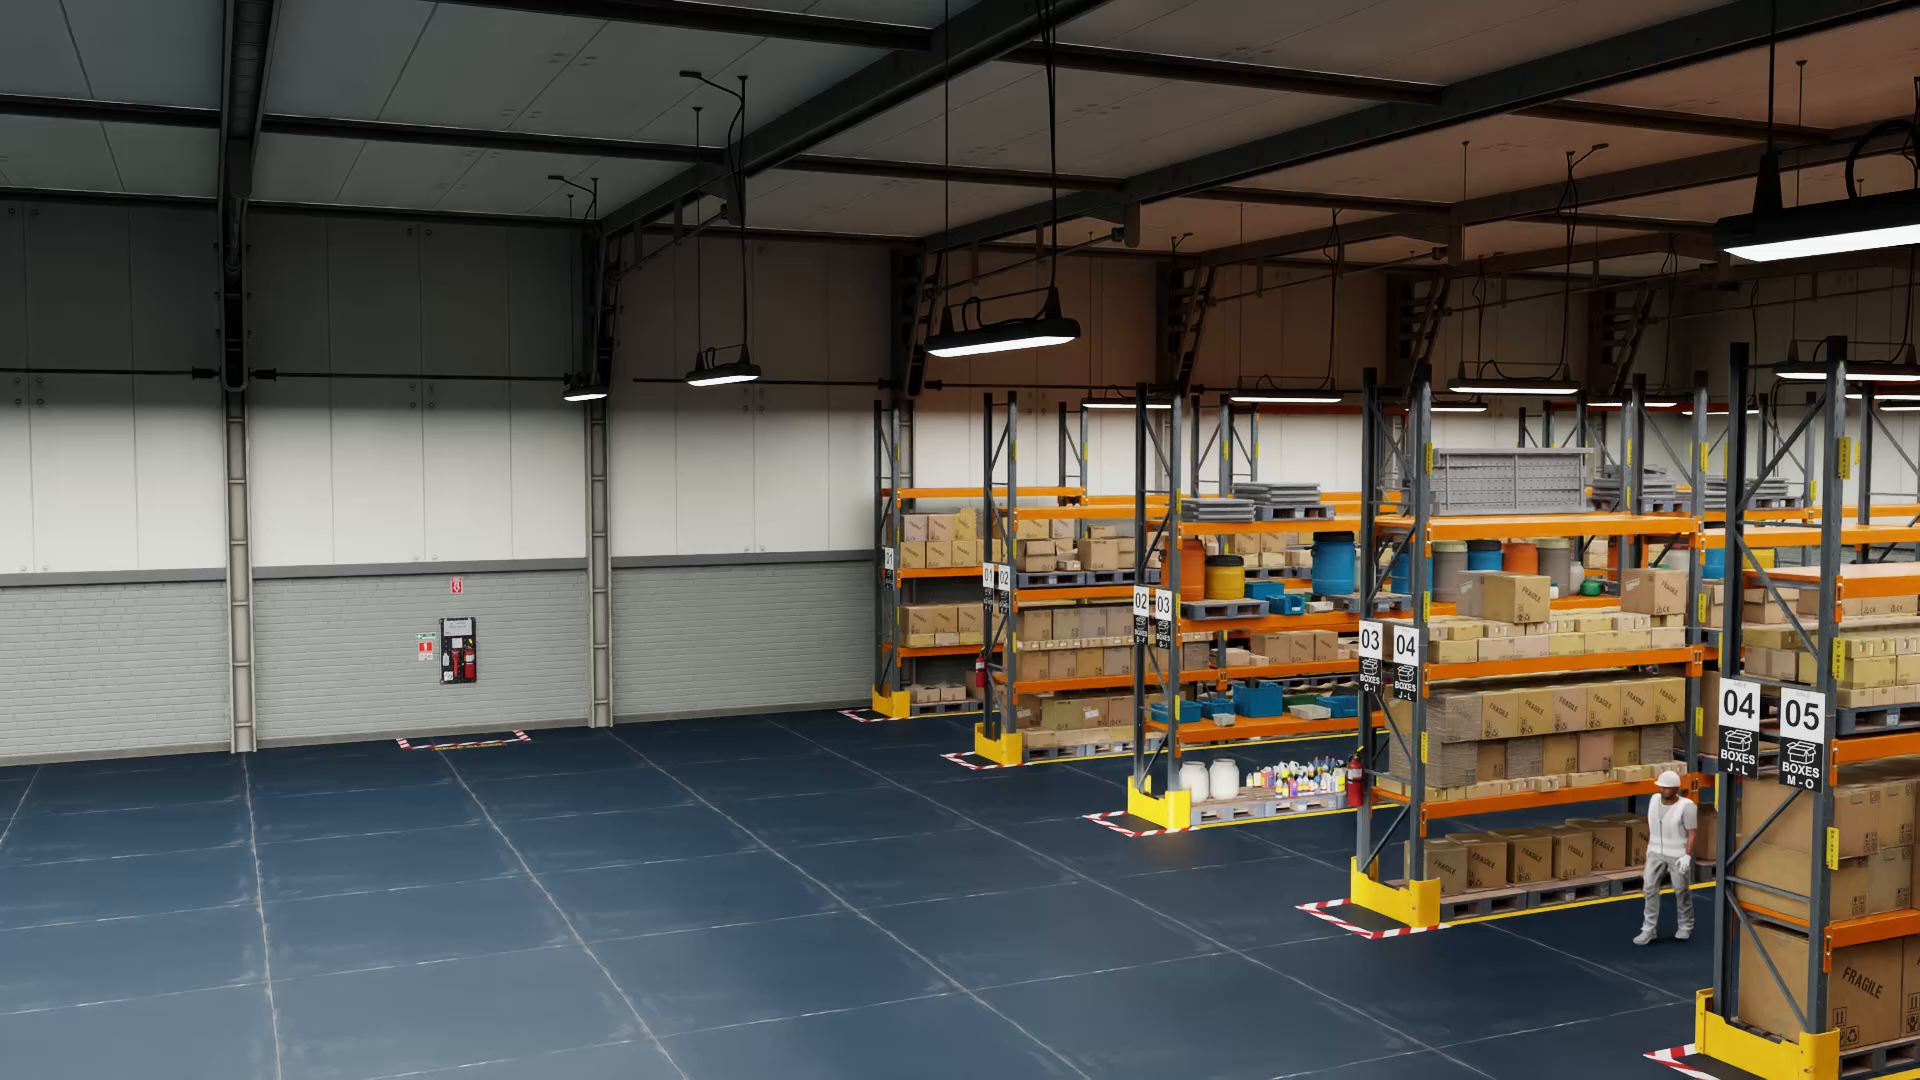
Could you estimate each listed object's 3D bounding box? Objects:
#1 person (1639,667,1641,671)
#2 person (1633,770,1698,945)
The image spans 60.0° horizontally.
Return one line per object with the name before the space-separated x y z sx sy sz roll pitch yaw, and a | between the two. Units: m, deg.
person | 12.263 2.517 30.315 0.954 1.760 0.599 0 3 -3
person | 7.325 3.273 17.208 0.712 1.788 0.614 -2 4 -36
